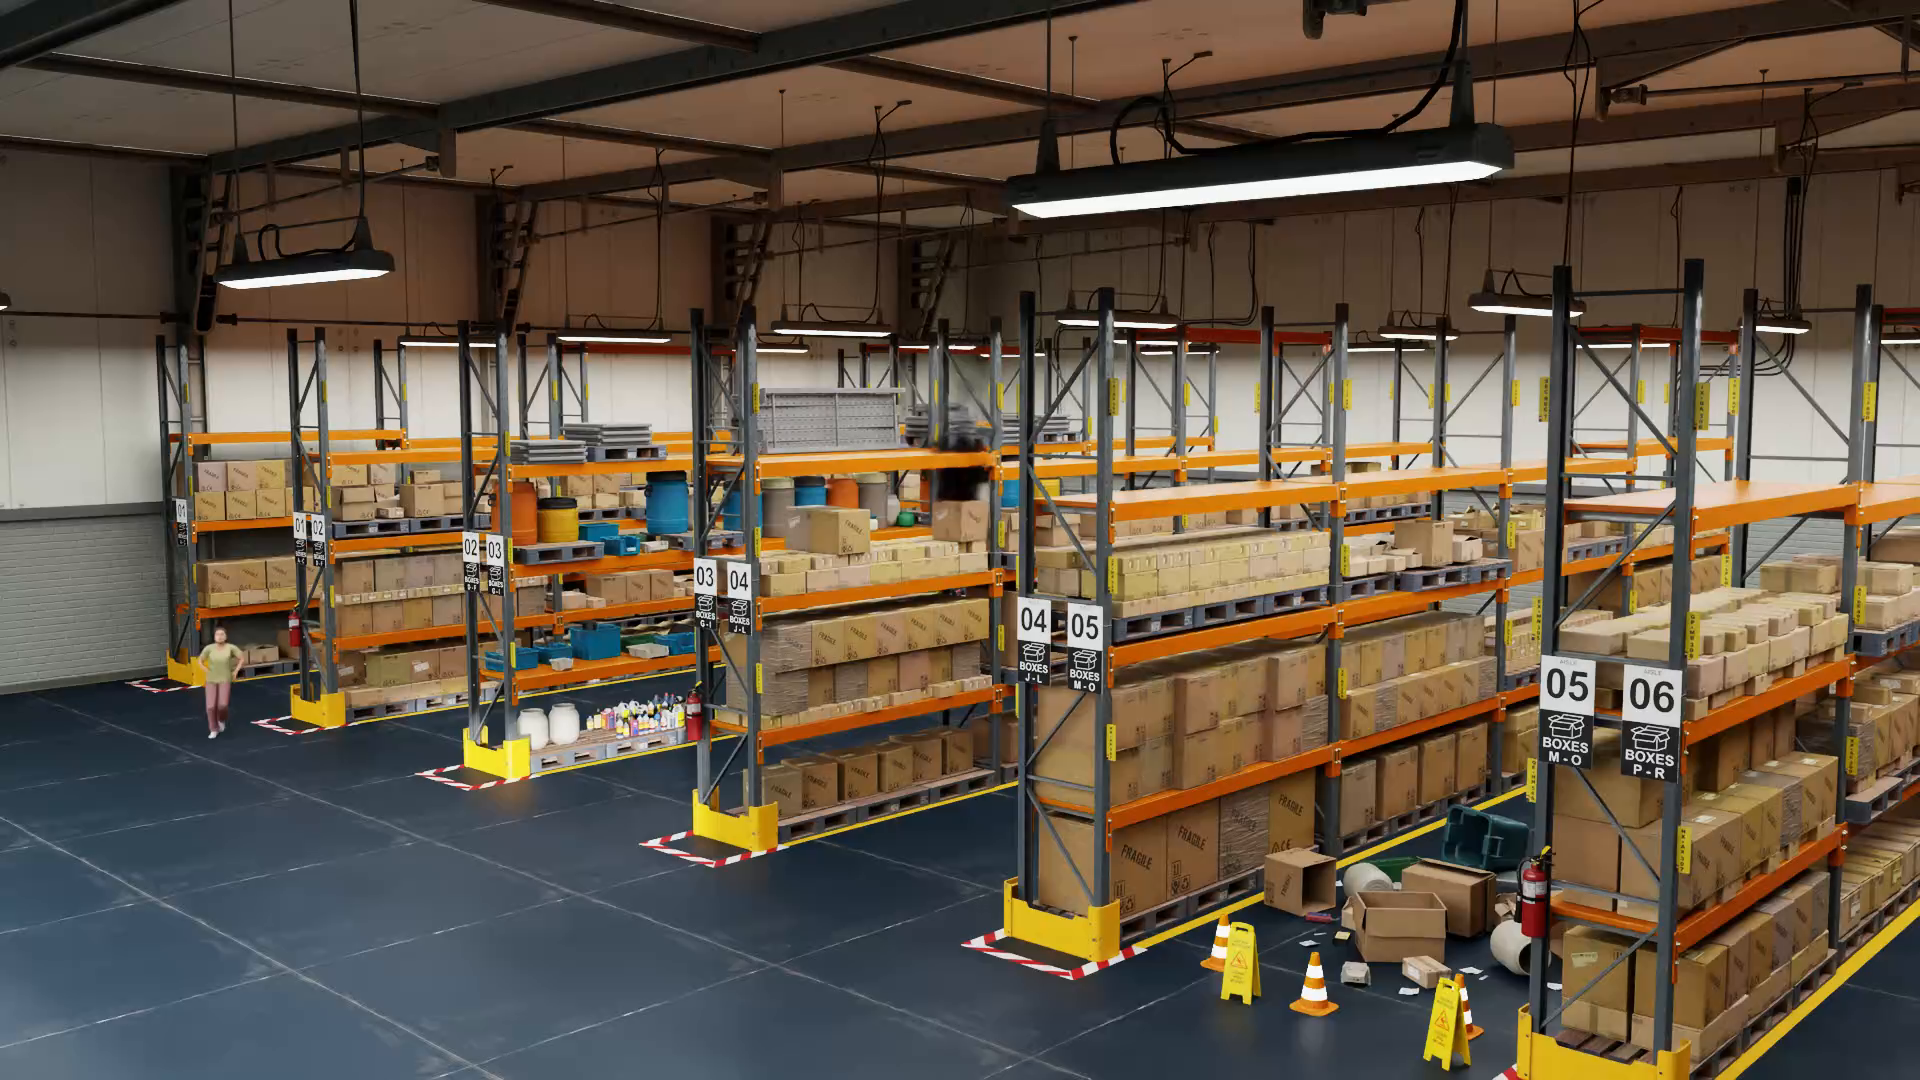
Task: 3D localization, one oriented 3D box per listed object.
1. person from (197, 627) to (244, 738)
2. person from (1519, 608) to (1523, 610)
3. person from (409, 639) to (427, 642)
[{"bbox_3d":[-10.827,2.078,24.342,0.621,1.623,0.569,-2,6,-16],"label":"person"},{"bbox_3d":[8.956,1.899,26.450,0.615,1.598,0.632,-4,7,-39],"label":"person"},{"bbox_3d":[-9.296,1.613,28.587,0.722,1.746,0.628,4,7,39],"label":"person"}]
